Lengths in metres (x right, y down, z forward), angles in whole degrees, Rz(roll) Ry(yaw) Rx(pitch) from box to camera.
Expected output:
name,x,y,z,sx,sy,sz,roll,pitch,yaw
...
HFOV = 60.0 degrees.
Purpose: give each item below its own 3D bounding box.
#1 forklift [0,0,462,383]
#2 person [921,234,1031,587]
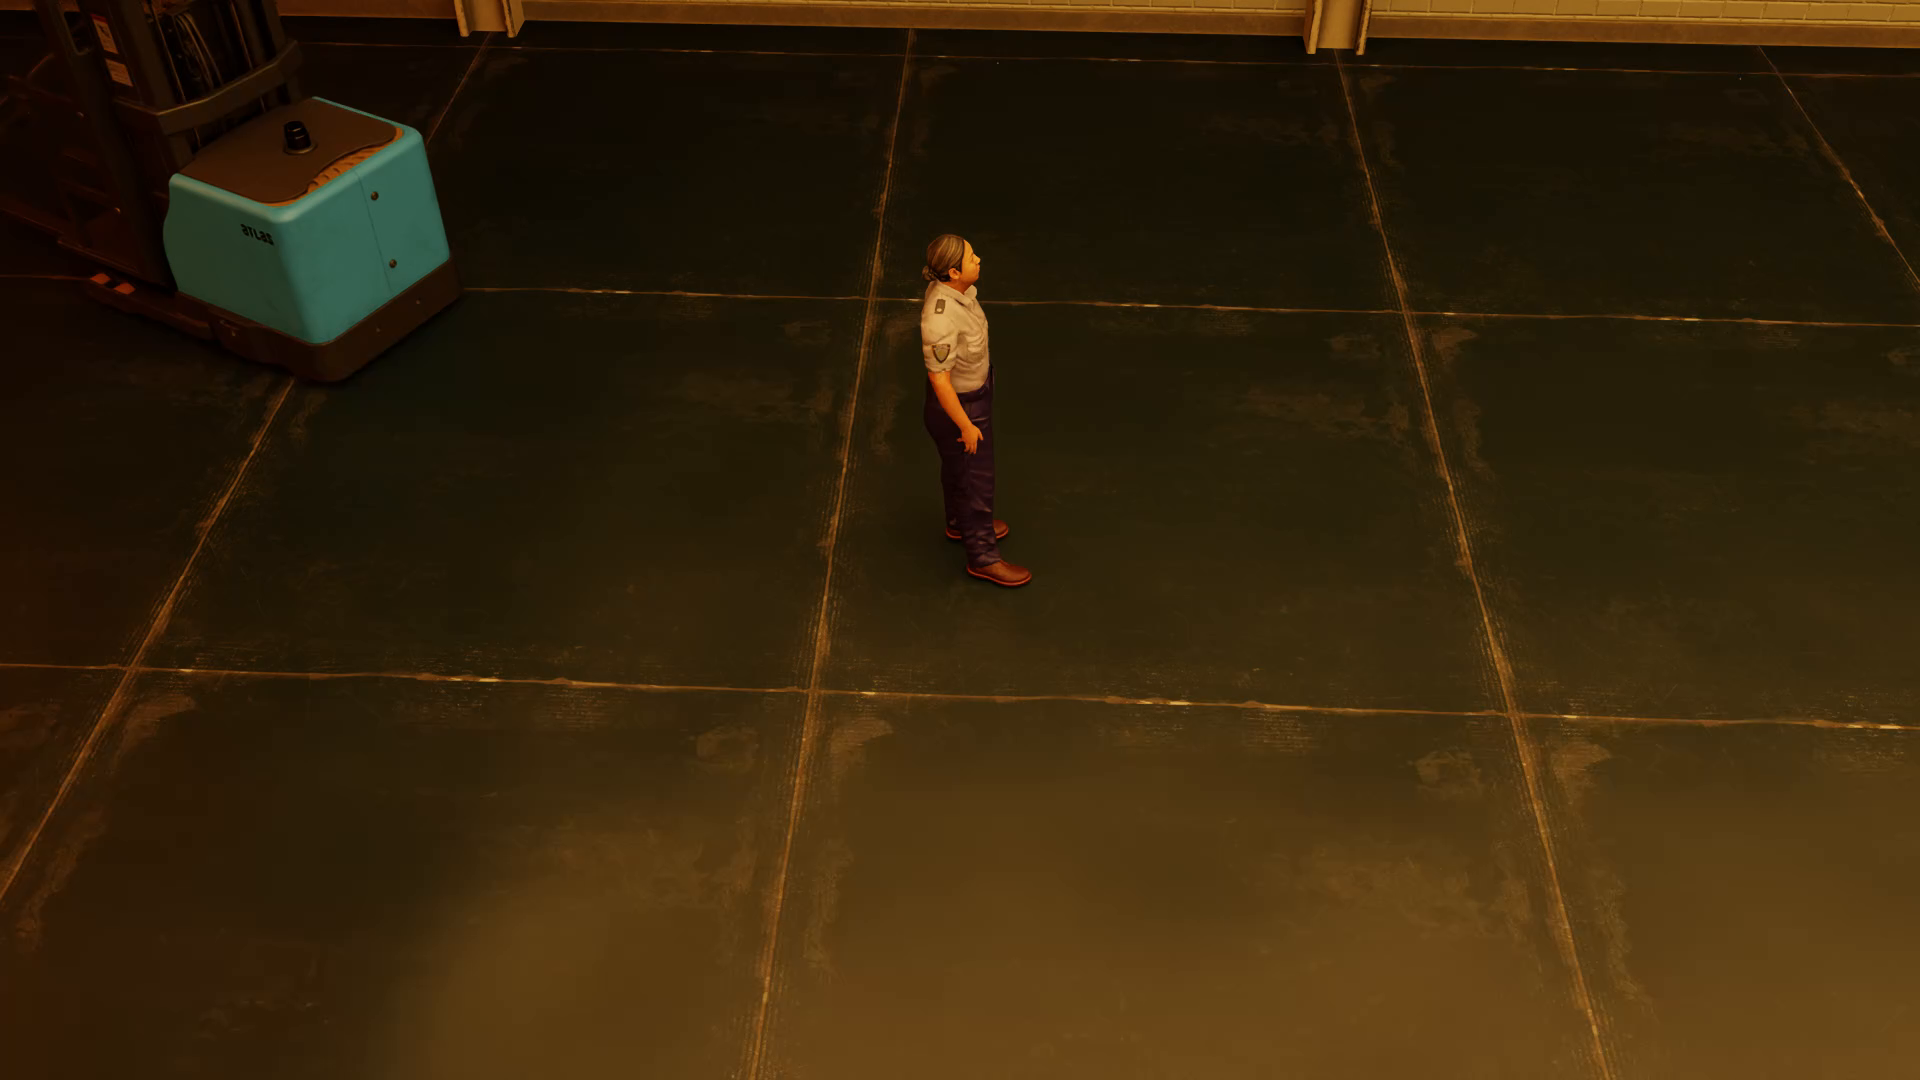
name,x,y,z,sx,sy,sz,roll,pitch,yaw
forklift,-4.331,-2.638,8.632,3.031,2.935,1.130,21,46,21
person,0.089,-0.595,7.336,0.502,1.651,0.598,2,42,2
